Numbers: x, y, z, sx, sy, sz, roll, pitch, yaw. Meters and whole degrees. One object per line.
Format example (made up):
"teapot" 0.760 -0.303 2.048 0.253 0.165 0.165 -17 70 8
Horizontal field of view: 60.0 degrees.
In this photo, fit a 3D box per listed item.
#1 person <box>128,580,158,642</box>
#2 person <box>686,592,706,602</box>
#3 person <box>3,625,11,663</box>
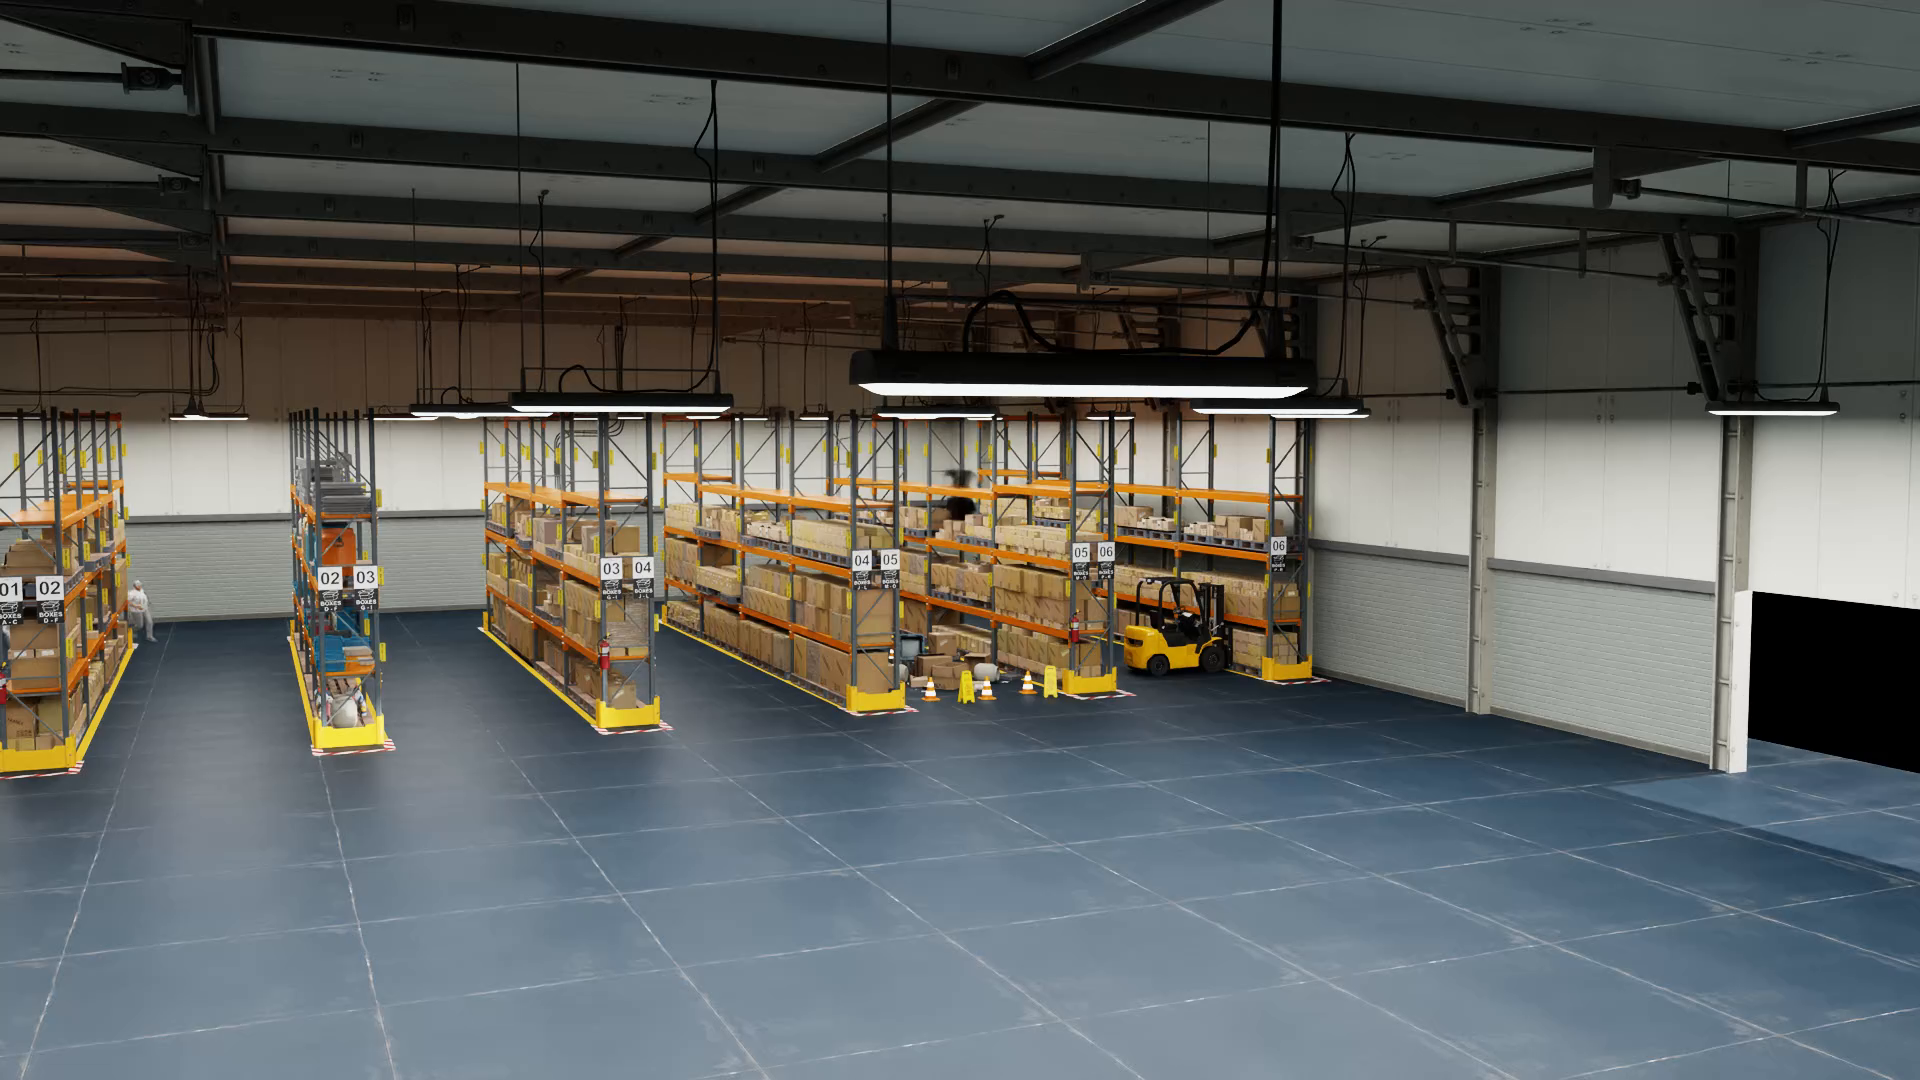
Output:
"person" -21.588 1.869 43.633 0.799 1.636 0.658 1 4 19
"person" -7.791 1.457 49.238 0.819 1.731 0.678 0 4 0
"person" -21.724 2.256 38.258 0.605 1.574 0.753 -3 5 -38
